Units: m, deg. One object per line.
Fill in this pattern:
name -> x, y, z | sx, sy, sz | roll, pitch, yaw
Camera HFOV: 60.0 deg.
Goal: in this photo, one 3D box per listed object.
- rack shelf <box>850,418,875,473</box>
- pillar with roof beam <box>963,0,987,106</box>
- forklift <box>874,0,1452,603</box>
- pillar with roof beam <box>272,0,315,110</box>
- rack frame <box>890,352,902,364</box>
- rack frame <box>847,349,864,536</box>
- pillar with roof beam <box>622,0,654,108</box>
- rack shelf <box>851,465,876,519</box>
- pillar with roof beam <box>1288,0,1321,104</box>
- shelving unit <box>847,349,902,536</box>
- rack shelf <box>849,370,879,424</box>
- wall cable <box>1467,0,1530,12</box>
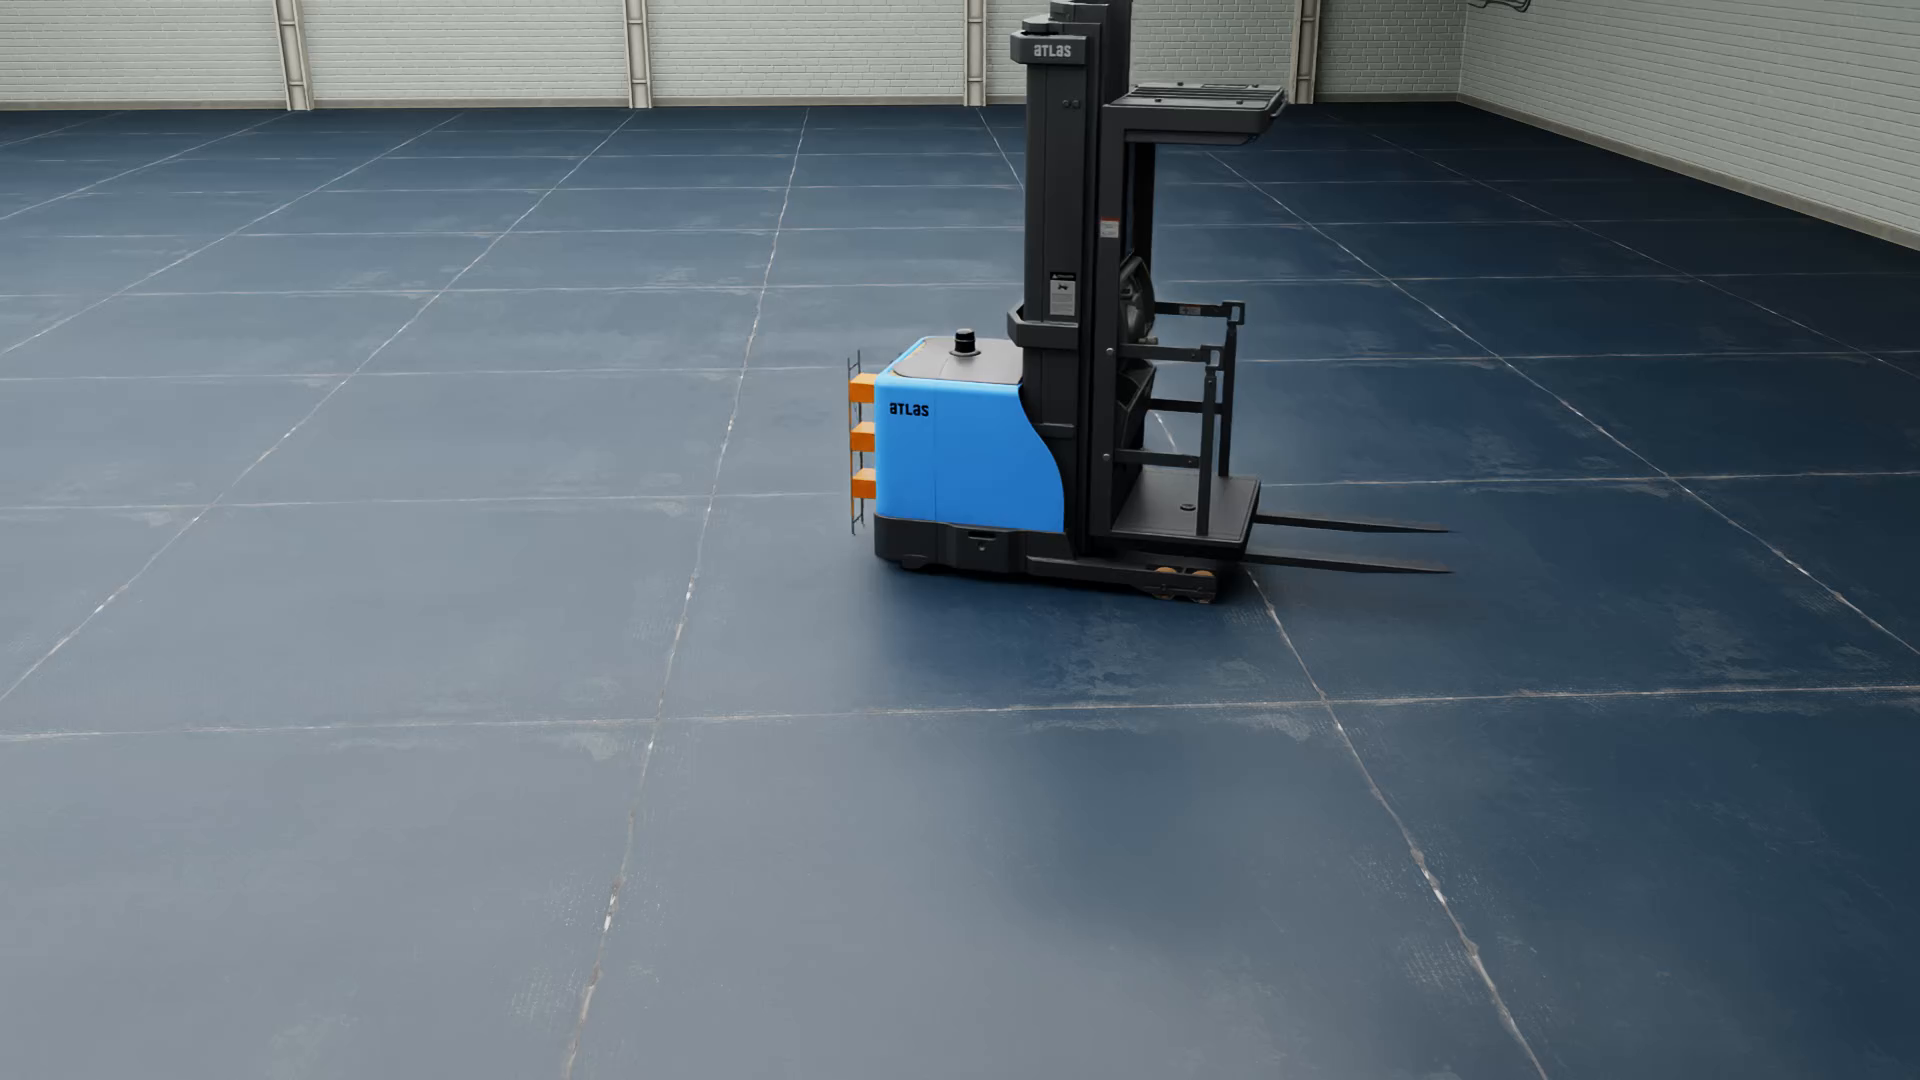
rack shelf -> -0.473, -0.526, 9.394 | 0.240, 0.259, 0.215 | 5, 21, 14
pillar with roof beam -> 0.510, -10.582, 24.605 | 0.400, 9.000, 9.100 | -1, 21, -3
forklift -> 1.107, -1.252, 8.627 | 3.031, 2.935, 1.130 | 5, 21, 14
pillar with roof beam -> -11.470, -10.338, 23.965 | 0.400, 9.000, 9.100 | -1, 21, -3
rack frame -> -0.355, -0.525, 9.362 | 0.008, 1.050, 0.200 | 5, 21, 14
rack frame -> -0.591, -0.547, 9.419 | 0.008, 1.050, 0.200 | 5, 21, 14
pillar with roof beam -> -5.480, -10.460, 24.285 | 0.400, 9.000, 9.100 | -1, 21, -3
rack shelf -> -0.473, -0.266, 9.493 | 0.240, 0.259, 0.215 | 5, 21, 14
pillar with roof beam -> 6.501, -10.704, 24.925 | 0.400, 9.000, 9.100 | -1, 21, -3
shelving unit -> -0.473, -0.536, 9.390 | 0.252, 1.050, 0.215 | 5, 21, 14
rack shelf -> -0.473, -0.791, 9.293 | 0.240, 0.259, 0.215 | 5, 21, 14
wall cable -> 9.271, -10.372, 28.417 | 0.112, 2.526, 3.097 | -1, 21, -3
